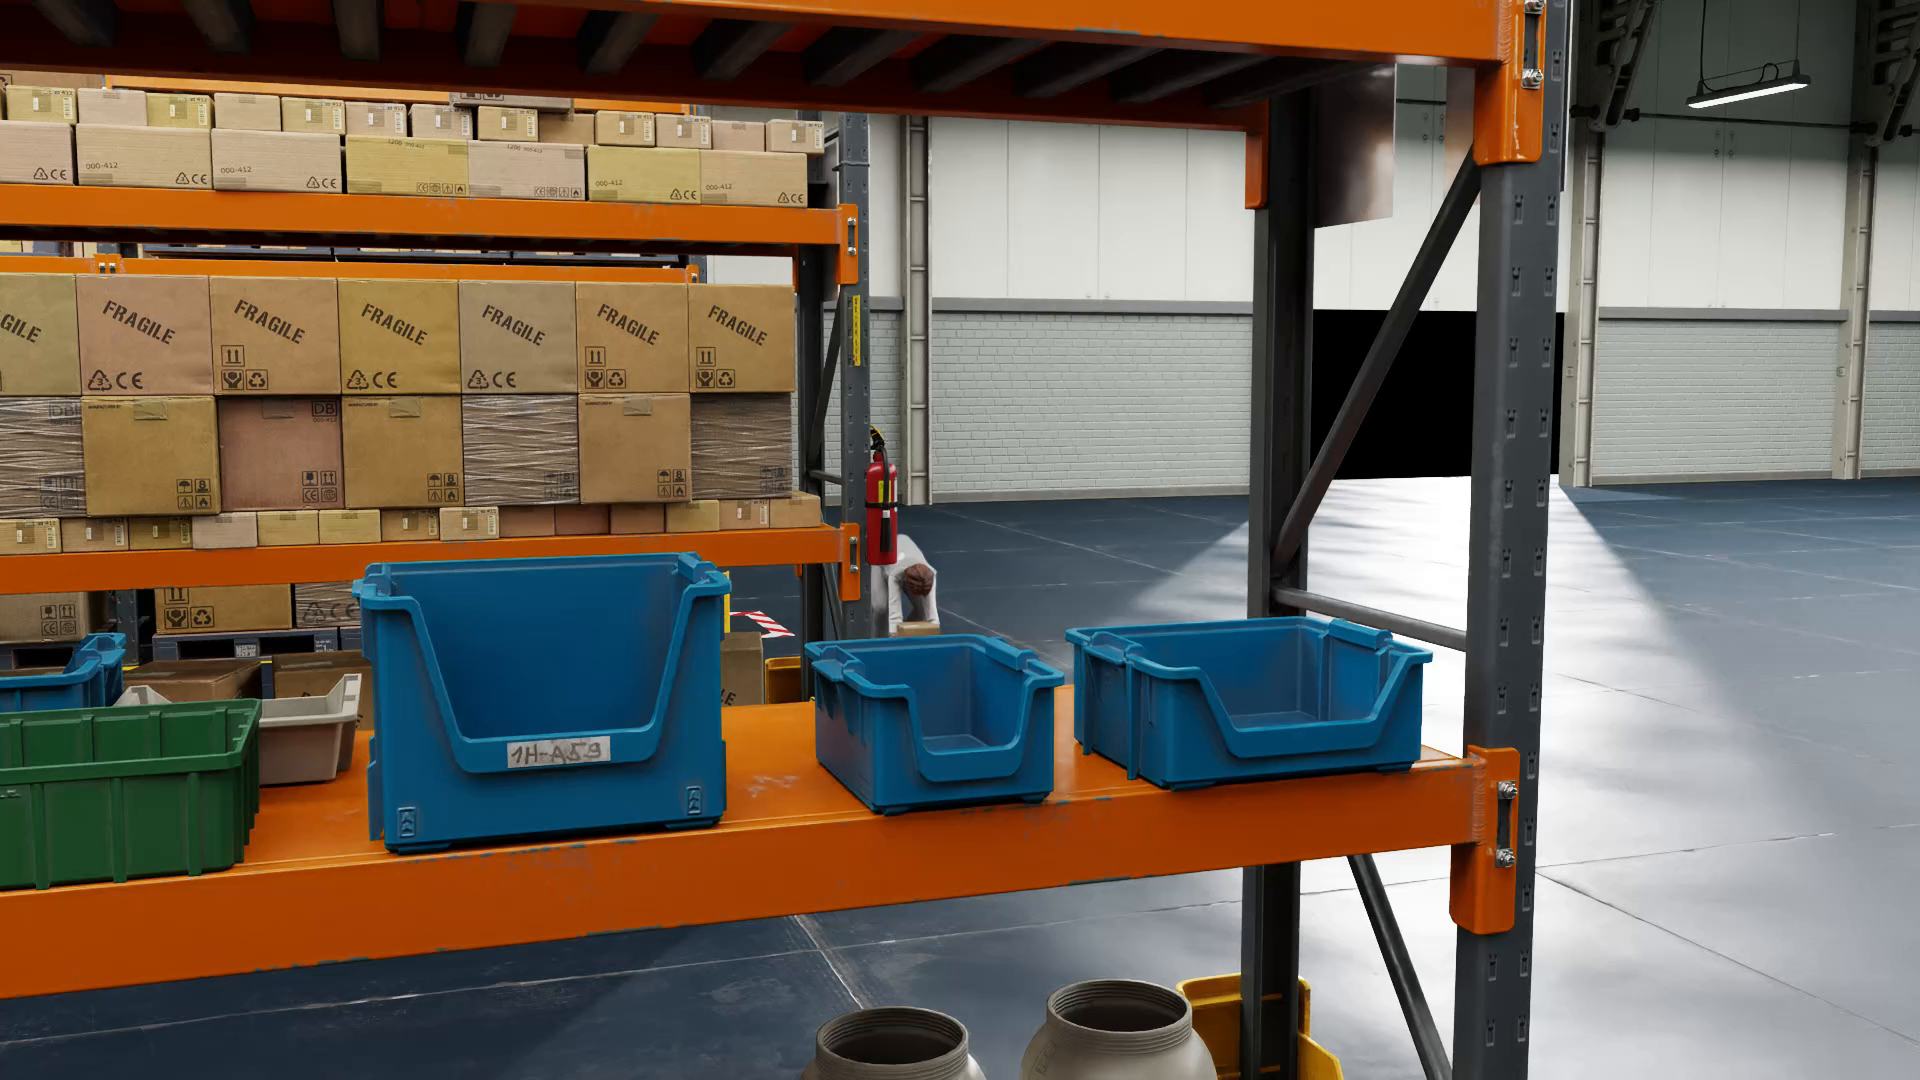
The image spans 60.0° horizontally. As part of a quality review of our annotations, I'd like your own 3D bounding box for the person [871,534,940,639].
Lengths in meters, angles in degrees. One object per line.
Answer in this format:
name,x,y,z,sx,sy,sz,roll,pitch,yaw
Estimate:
person,-0.376,0.443,11.267,0.416,0.923,0.861,-2,6,-21
